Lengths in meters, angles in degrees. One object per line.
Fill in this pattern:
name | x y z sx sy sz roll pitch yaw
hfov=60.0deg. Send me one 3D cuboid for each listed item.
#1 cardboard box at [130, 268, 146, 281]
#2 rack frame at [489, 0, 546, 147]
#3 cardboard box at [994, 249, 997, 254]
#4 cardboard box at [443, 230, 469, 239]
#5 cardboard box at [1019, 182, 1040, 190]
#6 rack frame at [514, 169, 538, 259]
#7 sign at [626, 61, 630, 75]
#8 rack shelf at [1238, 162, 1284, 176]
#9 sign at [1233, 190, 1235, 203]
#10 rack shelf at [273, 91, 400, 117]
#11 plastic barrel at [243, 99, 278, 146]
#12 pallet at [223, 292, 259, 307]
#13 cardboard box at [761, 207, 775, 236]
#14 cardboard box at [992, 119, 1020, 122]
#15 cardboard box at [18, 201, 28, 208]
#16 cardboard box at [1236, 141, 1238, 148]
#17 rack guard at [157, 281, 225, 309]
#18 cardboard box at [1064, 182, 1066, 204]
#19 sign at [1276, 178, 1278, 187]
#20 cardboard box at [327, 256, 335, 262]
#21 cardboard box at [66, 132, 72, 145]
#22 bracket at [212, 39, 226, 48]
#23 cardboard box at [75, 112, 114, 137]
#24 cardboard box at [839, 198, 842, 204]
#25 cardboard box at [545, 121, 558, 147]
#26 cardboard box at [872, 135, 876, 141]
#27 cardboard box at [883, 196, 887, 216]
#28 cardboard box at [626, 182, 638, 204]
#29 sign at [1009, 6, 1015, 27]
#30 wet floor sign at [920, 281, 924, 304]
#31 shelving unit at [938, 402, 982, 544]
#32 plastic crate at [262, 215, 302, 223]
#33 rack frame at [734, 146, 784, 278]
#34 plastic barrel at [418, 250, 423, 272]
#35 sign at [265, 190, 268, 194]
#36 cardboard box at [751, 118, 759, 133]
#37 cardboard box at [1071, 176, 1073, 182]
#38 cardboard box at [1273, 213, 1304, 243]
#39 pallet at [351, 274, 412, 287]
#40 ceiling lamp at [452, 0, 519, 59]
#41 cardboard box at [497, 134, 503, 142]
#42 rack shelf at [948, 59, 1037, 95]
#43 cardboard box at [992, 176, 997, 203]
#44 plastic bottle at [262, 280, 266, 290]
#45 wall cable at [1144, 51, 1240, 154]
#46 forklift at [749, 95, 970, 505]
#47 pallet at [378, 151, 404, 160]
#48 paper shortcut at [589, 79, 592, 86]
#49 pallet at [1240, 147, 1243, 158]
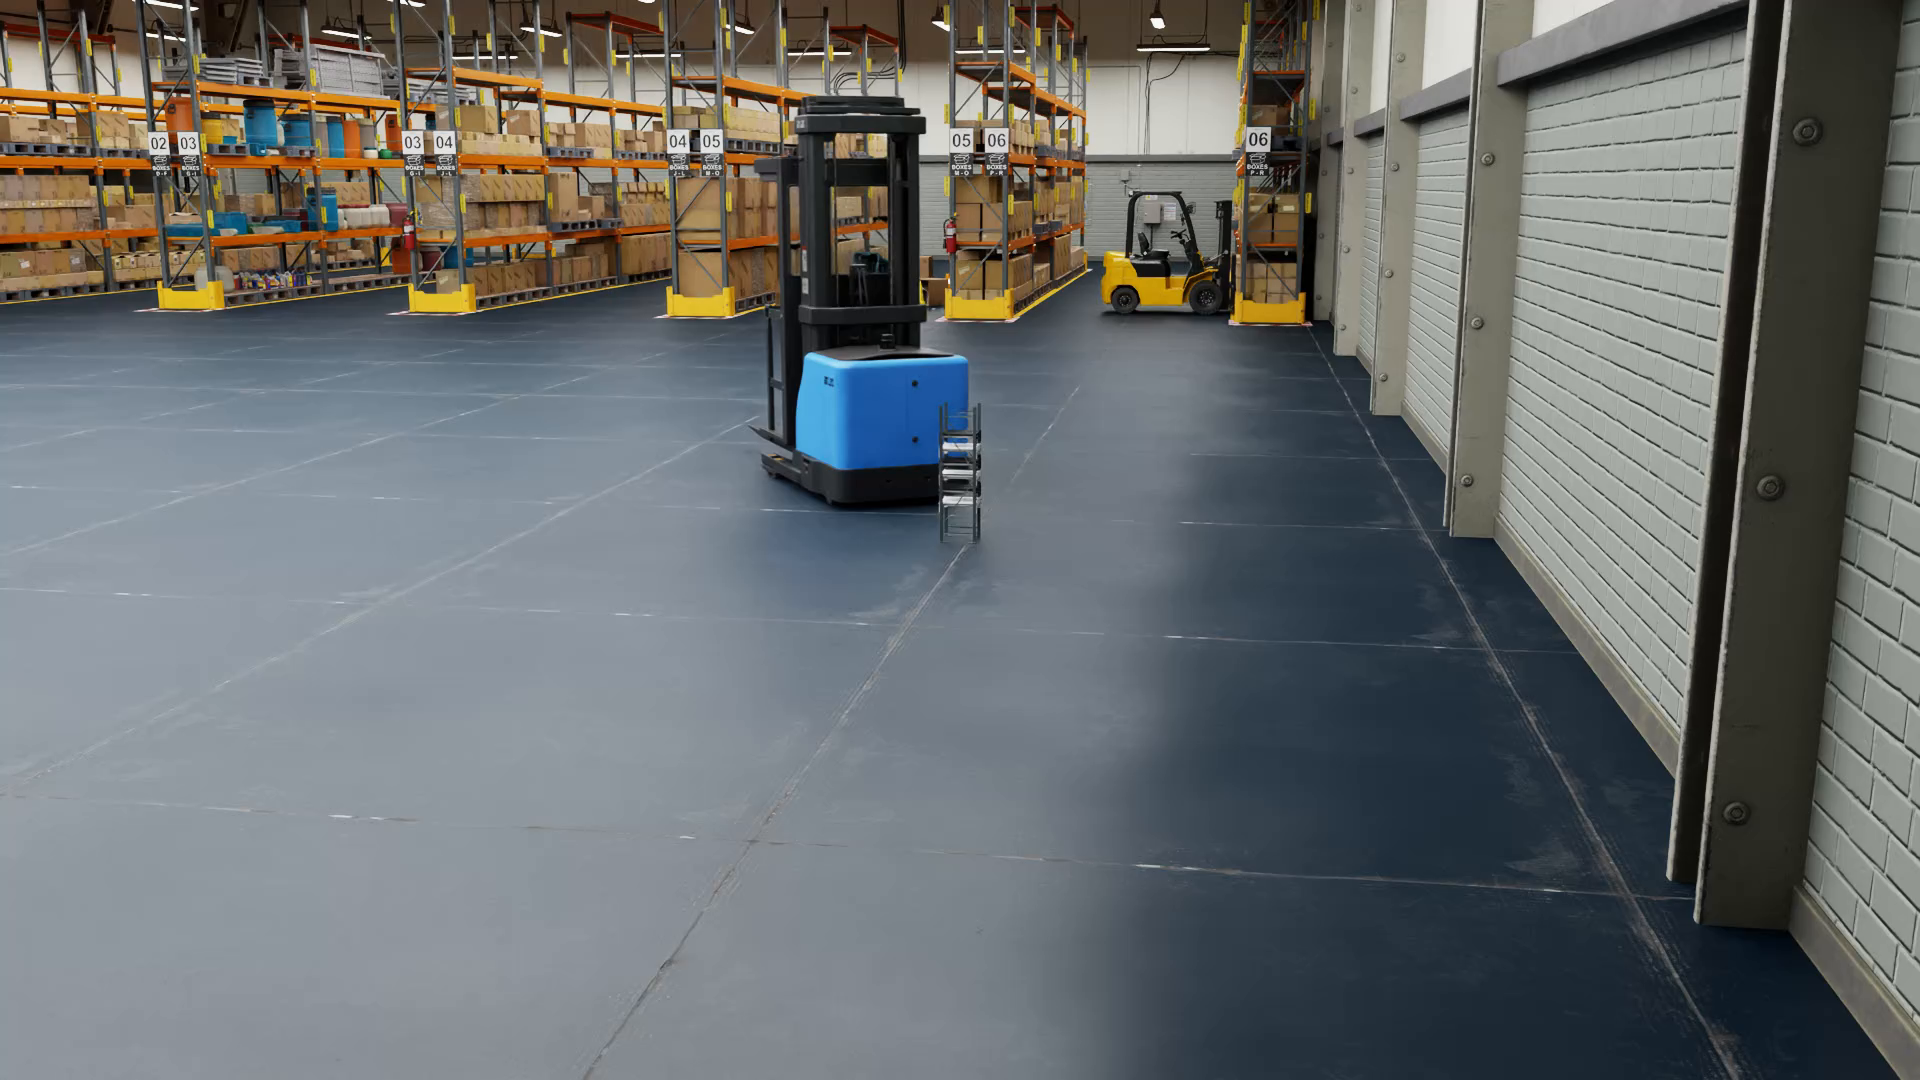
cardboard box | -18.254 -5.836 36.483 0.500 0.250 0.500 2 12 10
rack frame | -8.853 -9.403 33.266 1.000 3.000 0.127 2 12 9
cardboard box | 0.503 -5.556 31.865 0.380 0.149 0.250 2 12 9
cardboard box | -9.188 -5.567 30.300 0.380 0.149 0.250 2 12 9
cardboard box | 1.361 -6.953 32.655 0.380 0.149 0.250 2 12 8
rack frame | -11.901 -9.129 46.234 1.000 3.000 0.127 2 12 9
sign | -8.167 -11.626 40.986 0.100 0.325 0.005 2 12 9
rack shelf | 6.767 -8.353 37.221 1.077 0.370 4.000 2 12 9
sign | 7.154 -8.928 43.247 0.100 0.325 0.005 2 12 9
rack shelf | -13.439 -9.433 36.061 1.077 0.370 4.000 2 12 9
plastic barrel | -14.005 -8.344 33.285 0.600 0.901 0.708 2 12 9
pallet | -14.266 -4.622 31.937 1.003 0.211 1.213 2 12 9
cardboard box | -4.074 -6.170 32.146 0.875 0.550 0.550 2 12 9
cardboard box | 0.903 -8.117 32.590 0.500 0.250 0.500 2 12 10
cardboard box | -18.786 -6.669 33.040 0.380 0.149 0.250 2 12 8
cardboard box | 6.433 -8.938 37.589 0.380 0.149 0.250 2 12 10
rack guard | -14.397 -4.594 31.123 1.175 0.500 0.348 2 12 9
cardboard box | 2.180 -8.039 38.563 0.500 0.500 0.500 2 12 10
sign | 8.236 -9.186 42.999 0.100 0.325 0.005 2 12 9
cardboard box | -17.009 -7.549 44.581 0.380 0.166 0.250 2 12 9
cardboard box | -22.711 -9.948 41.632 0.700 0.500 0.500 2 12 9
bracket | -21.843 -14.635 48.996 0.235 0.232 0.430 2 12 9
cardboard box | -18.507 -8.884 35.558 0.500 0.500 0.500 2 12 9
cardboard box | -2.928 -7.803 38.269 0.380 0.149 0.250 2 12 11
cardboard box | -8.683 -8.287 33.966 0.797 0.503 0.637 1 12 6
cardboard box | -2.310 -10.002 41.385 0.380 0.149 0.250 2 12 7
cardboard box | -2.176 -8.563 42.663 0.500 0.500 0.500 3 12 11
cardboard box | -8.006 -8.130 38.979 0.797 0.503 0.637 2 12 10
sign | 0.860 -8.727 27.724 0.100 0.325 0.005 2 12 9
wet floor sign | -0.762 -4.161 28.770 0.267 0.644 0.232 7 14 28
shelving unit | 0.001 -0.442 10.906 0.258 0.900 0.210 2 12 9
plastic crate | -13.953 -6.496 34.163 0.767 0.338 0.504 2 12 9
rack frame | -3.967 -6.289 33.055 1.000 3.000 0.127 2 12 9
plastic barrel | -13.075 -6.676 39.758 0.421 0.512 0.421 0 12 0
sign | -17.947 -8.897 43.102 0.100 0.325 0.005 2 12 9
cardboard box | -4.023 -7.656 30.695 0.500 0.250 0.500 2 12 8
cardboard box | 2.595 -8.885 40.952 0.380 0.149 0.250 2 12 8
cardboard box | 5.580 -5.300 28.228 0.500 0.500 0.500 2 12 10
pallet | -13.289 -5.941 38.058 1.003 0.211 1.213 2 12 9
ceiling lamp | -13.911 -15.553 47.948 2.000 3.185 0.800 2 12 9
cardboard box | -8.943 -7.654 31.678 0.380 0.149 0.250 1 12 7
rack shelf | 0.632 -8.313 29.921 1.077 0.370 4.000 2 12 9
cardboard box | 0.272 -6.218 29.411 0.700 0.500 0.500 2 12 9
plastic bottle | -13.759 -5.034 32.832 0.097 0.201 0.097 0 12 0
wall cable | 6.871 -12.669 48.329 2.988 3.039 0.133 2 12 9
forklift | -0.959 -1.956 13.114 1.130 2.935 3.031 -5 13 -22
pallet | -12.917 -8.994 38.935 1.003 0.211 1.213 2 12 9
paper shortcut | -8.553 -10.596 38.470 0.009 0.170 0.078 12 -17 6
pallet | 6.444 -8.052 34.564 1.213 0.211 1.003 2 12 11
